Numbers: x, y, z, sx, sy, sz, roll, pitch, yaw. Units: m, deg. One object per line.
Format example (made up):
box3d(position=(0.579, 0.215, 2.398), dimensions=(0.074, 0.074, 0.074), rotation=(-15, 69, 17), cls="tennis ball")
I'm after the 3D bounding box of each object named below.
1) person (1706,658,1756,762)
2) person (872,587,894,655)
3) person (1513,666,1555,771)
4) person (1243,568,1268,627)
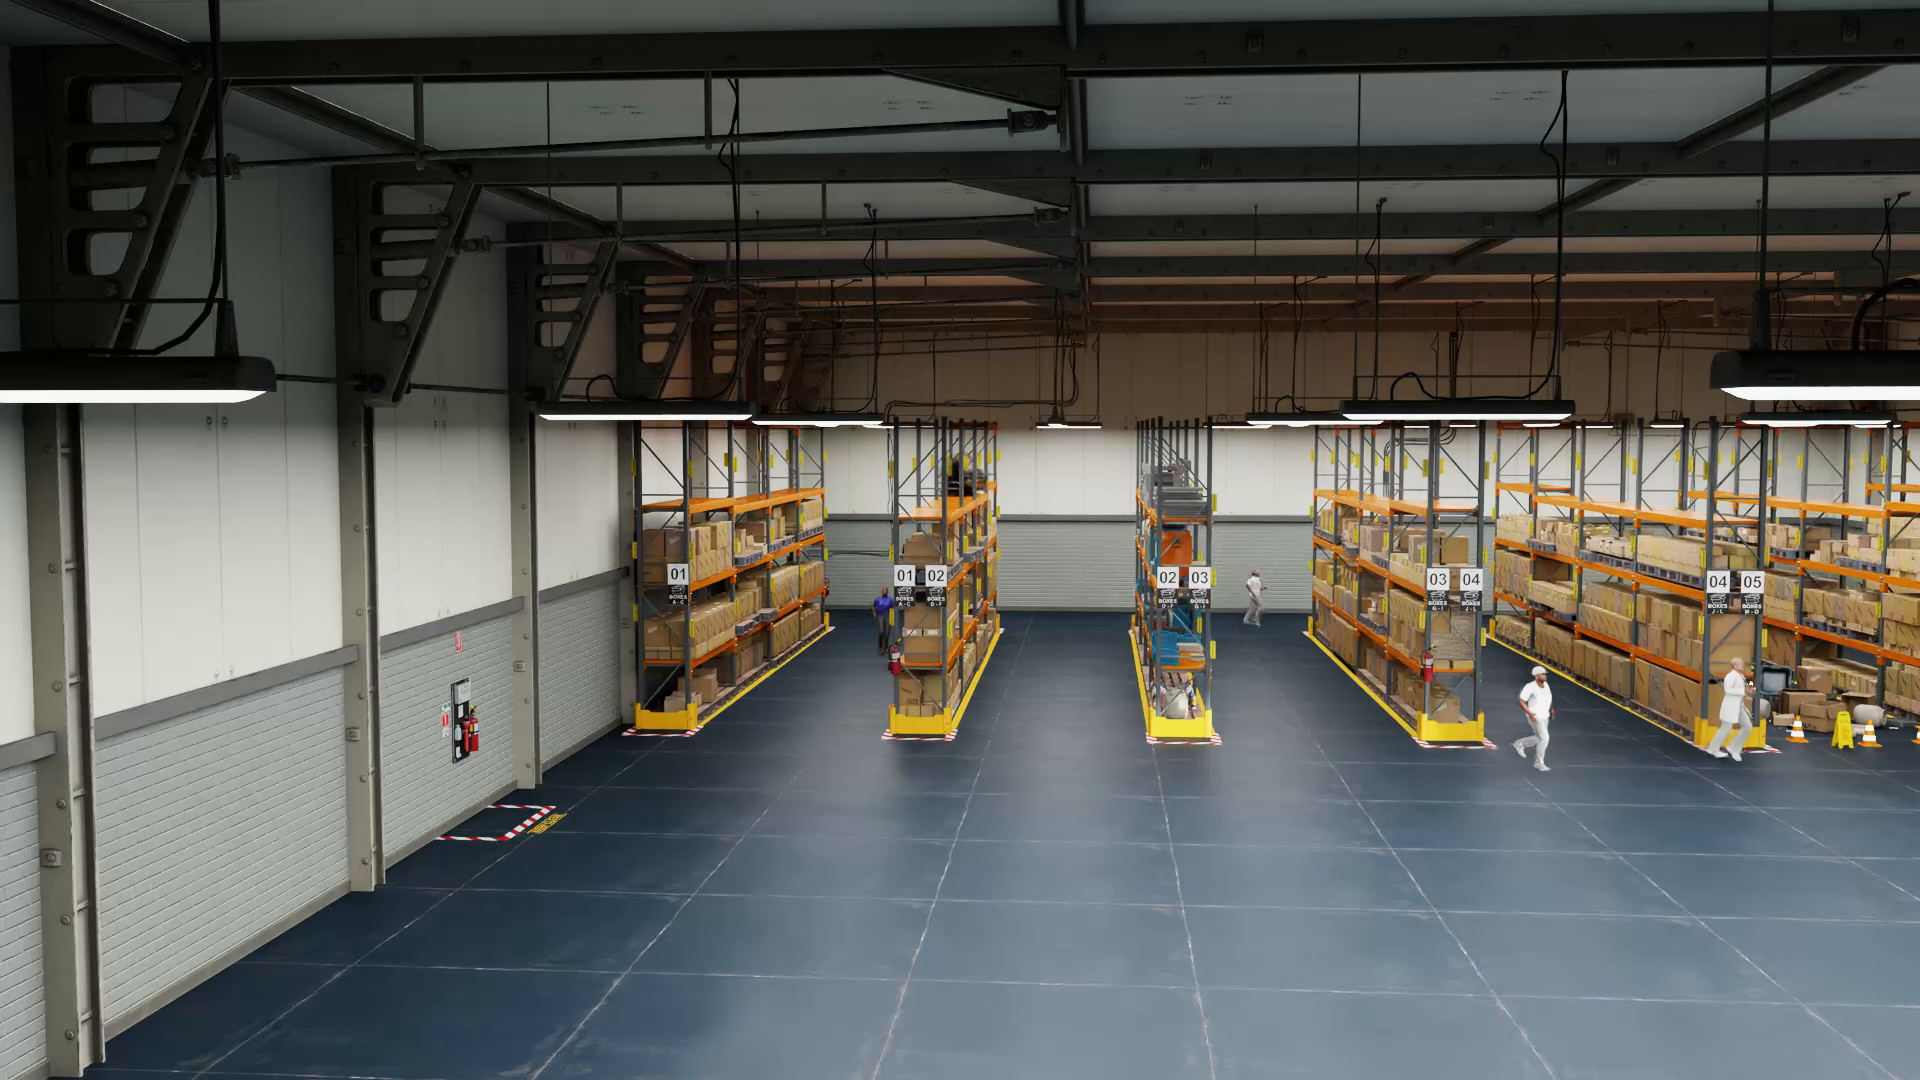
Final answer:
box3d(position=(13.495, 2.964, 28.973), dimensions=(0.709, 1.833, 0.798), rotation=(-3, 5, -40), cls="person")
box3d(position=(-1.851, 1.975, 40.547), dimensions=(0.552, 1.670, 0.624), rotation=(-1, 4, -9), cls="person")
box3d(position=(9.755, 3.011, 28.303), dimensions=(0.704, 1.768, 0.760), rotation=(-3, 5, -37), cls="person")
box3d(position=(8.711, 1.693, 49.008), dimensions=(0.720, 1.742, 0.552), rotation=(1, 4, 17), cls="person")
